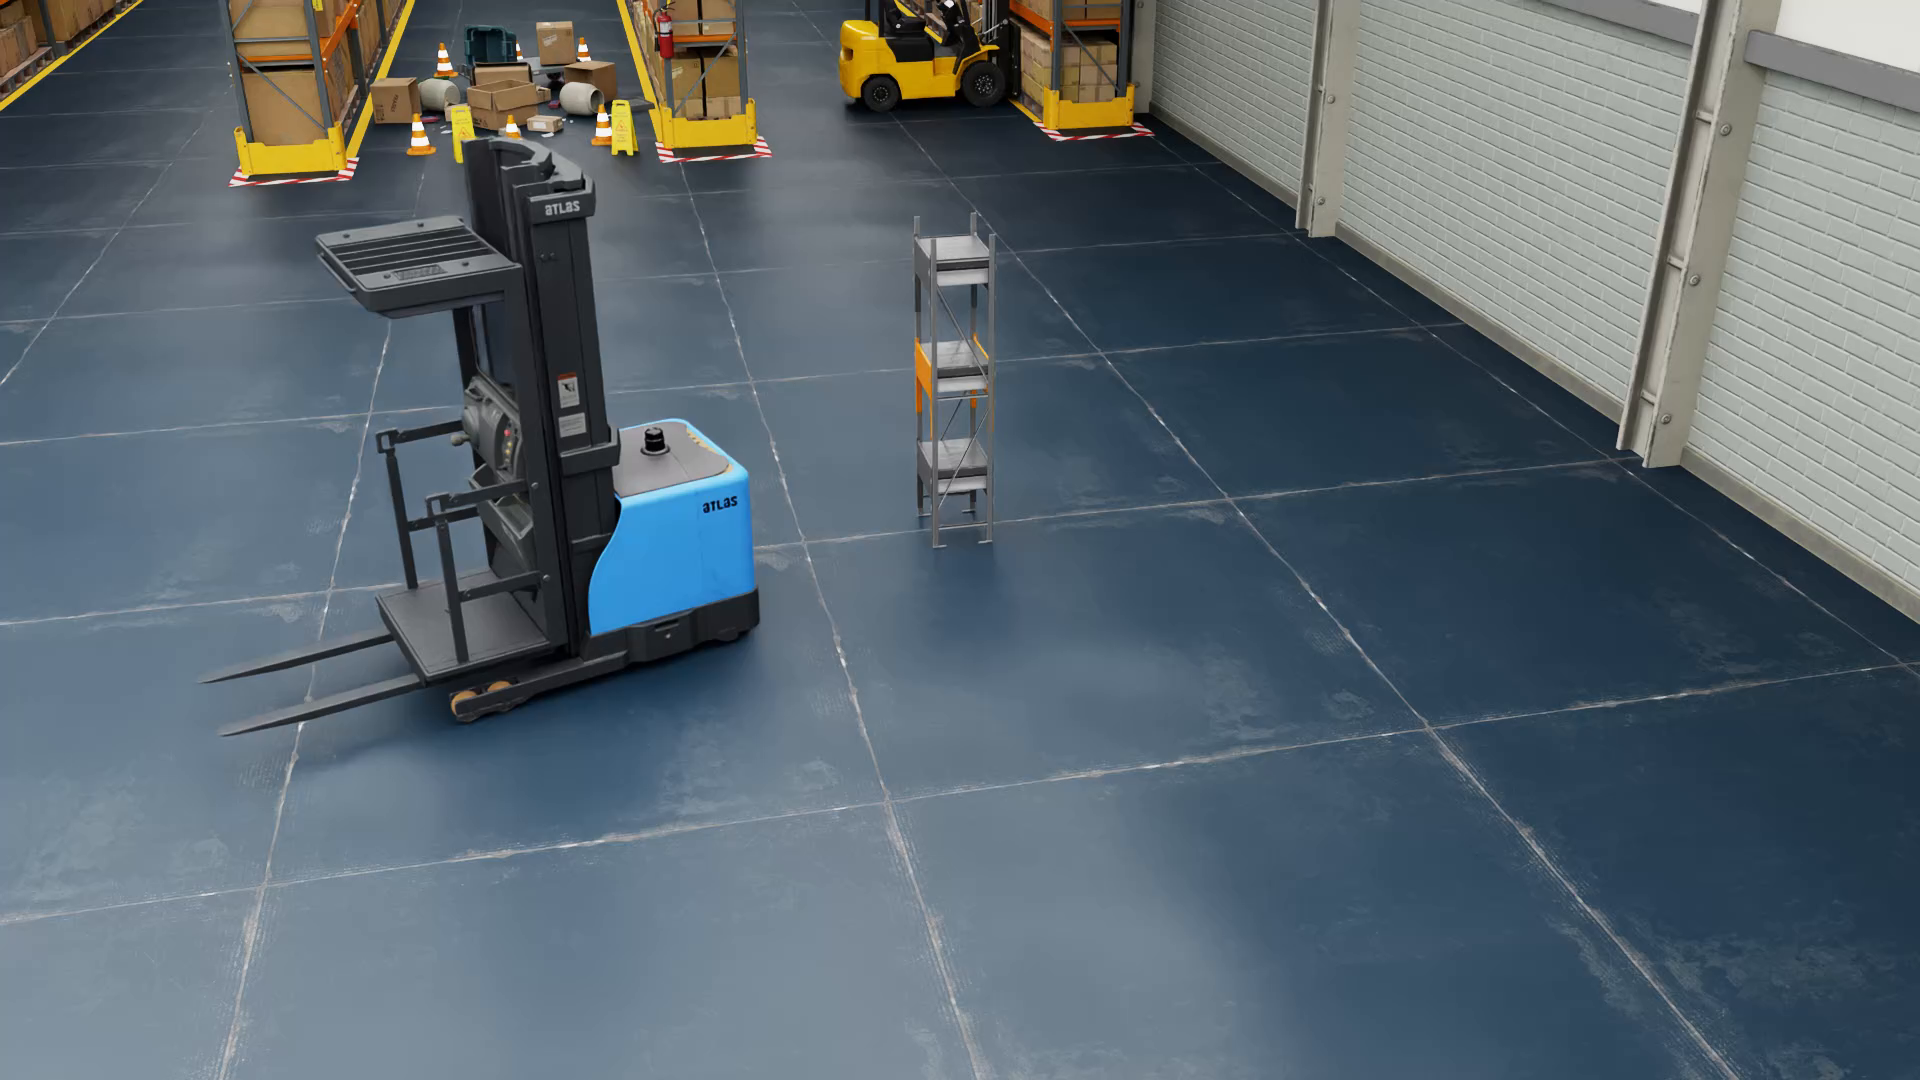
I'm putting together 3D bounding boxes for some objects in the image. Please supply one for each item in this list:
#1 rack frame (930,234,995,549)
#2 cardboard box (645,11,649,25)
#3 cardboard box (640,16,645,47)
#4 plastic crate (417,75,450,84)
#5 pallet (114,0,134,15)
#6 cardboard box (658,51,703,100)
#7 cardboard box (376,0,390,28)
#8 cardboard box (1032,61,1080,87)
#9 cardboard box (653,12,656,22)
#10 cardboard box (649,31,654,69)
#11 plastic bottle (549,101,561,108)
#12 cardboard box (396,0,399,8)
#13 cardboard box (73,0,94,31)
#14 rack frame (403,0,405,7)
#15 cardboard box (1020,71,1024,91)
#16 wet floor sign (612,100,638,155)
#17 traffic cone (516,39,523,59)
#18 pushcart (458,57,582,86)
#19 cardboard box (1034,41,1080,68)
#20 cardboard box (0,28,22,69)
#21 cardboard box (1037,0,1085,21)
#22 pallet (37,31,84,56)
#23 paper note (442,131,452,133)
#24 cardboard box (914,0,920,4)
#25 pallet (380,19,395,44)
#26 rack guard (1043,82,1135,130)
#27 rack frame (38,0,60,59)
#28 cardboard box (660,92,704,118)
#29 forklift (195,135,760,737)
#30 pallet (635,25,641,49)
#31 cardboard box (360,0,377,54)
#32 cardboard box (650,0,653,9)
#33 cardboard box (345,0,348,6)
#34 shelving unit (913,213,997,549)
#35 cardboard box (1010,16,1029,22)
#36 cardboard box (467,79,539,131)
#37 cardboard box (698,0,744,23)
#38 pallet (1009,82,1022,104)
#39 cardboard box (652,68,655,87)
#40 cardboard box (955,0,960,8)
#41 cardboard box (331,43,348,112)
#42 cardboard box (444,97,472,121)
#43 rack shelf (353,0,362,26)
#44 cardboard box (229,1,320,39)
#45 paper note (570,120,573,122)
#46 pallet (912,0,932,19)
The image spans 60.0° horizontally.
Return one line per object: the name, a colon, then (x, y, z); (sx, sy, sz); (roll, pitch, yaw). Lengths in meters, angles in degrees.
rack frame: (0.018, -0.903, 10.555); (0.400, 2.100, 0.015); (-6, 27, -12)
cardboard box: (-4.210, -7.324, 23.311); (0.380, 0.149, 0.250); (-6, 27, -11)
cardboard box: (-4.494, -7.951, 25.971); (0.950, 0.372, 0.625); (-5, 27, -10)
plastic crate: (-7.534, -6.367, 23.438); (0.450, 0.188, 0.662); (-2, 25, 20)
pallet: (-15.603, -9.689, 30.059); (1.003, 0.211, 1.213); (-6, 27, -12)
cardboard box: (-3.583, -5.951, 21.310); (0.500, 0.500, 0.500); (-6, 27, -11)
cardboard box: (-9.662, -8.704, 27.319); (0.500, 0.500, 0.500); (-7, 28, -14)
cardboard box: (1.272, -6.201, 22.085); (0.500, 0.250, 0.500); (-6, 27, -12)
cardboard box: (-3.731, -6.686, 21.292); (0.380, 0.149, 0.250); (-5, 27, -11)
cardboard box: (-4.048, -6.861, 23.114); (0.500, 0.500, 0.500); (-5, 27, -10)
plastic bottle: (-5.586, -6.018, 22.951); (0.133, 0.061, 0.283); (-1, 27, -3)
cardboard box: (-10.125, -9.599, 29.093); (0.500, 0.500, 0.500); (-7, 28, -13)
cardboard box: (-14.935, -8.772, 27.040); (1.225, 0.875, 0.875); (-6, 27, -11)
rack frame: (-10.653, -11.052, 29.663); (1.000, 3.000, 0.127); (-6, 27, -12)
cardboard box: (1.066, -6.410, 23.053); (0.500, 0.250, 0.500); (-6, 27, -11)
wet floor sign: (-4.148, -5.088, 20.460); (0.267, 0.644, 0.232); (3, 27, 6)
traffic cone: (-6.733, -7.382, 25.209); (0.336, 0.463, 0.334); (-6, 27, -12)
pushcart: (-6.260, -6.663, 23.878); (1.648, 0.377, 0.936); (-16, 31, -29)
cardboard box: (1.279, -6.413, 21.949); (0.500, 0.250, 0.500); (-5, 27, -10)
cardboard box: (-14.164, -7.134, 24.188); (0.700, 0.500, 0.500); (-4, 27, -7)
cardboard box: (1.320, -7.070, 21.664); (0.500, 0.500, 0.500); (-7, 28, -13)
pallet: (-14.711, -7.945, 26.604); (1.003, 0.211, 1.213); (-6, 27, -12)
paper note: (-6.638, -5.300, 21.565); (0.144, 0.017, 0.142); (3, 27, 6)
cardboard box: (-0.524, -9.804, 29.500); (0.500, 0.500, 0.500); (-6, 27, -12)
pallet: (-9.926, -8.394, 27.493); (1.003, 0.211, 1.213); (-6, 27, -12)
rack guard: (1.692, -5.710, 21.854); (1.175, 0.500, 0.348); (-6, 27, -12)
rack frame: (-14.606, -8.836, 25.274); (1.000, 3.000, 0.127); (-6, 27, -12)
cardboard box: (-3.598, -5.629, 21.505); (0.500, 0.250, 0.500); (-6, 27, -12)
forklift: (-2.723, -0.583, 8.998); (3.031, 2.935, 1.130); (-16, 31, -28)
pallet: (-4.777, -8.255, 27.216); (1.003, 0.211, 1.213); (-6, 27, -12)
cardboard box: (-9.501, -7.819, 25.289); (1.050, 0.750, 0.750); (-6, 27, -11)
cardboard box: (-3.757, -7.159, 21.509); (0.500, 0.500, 0.500); (-6, 27, -12)
cardboard box: (-8.755, -7.446, 22.353); (0.875, 0.550, 0.550); (-6, 27, -12)
shelving unit: (-0.037, -1.010, 10.767); (0.431, 2.100, 0.503); (-6, 27, -12)
cardboard box: (0.817, -7.312, 23.729); (0.500, 0.250, 0.500); (-5, 27, -10)
cardboard box: (-6.011, -5.730, 21.891); (0.637, 0.503, 0.797); (19, 32, 32)
cardboard box: (-2.985, -6.744, 20.688); (0.500, 0.500, 0.500); (-6, 27, -12)
pallet: (1.202, -6.458, 23.656); (1.003, 0.211, 1.213); (-6, 27, -12)
cardboard box: (-4.049, -6.527, 23.284); (0.500, 0.250, 0.500); (-4, 27, -9)
cardboard box: (0.318, -8.619, 27.013); (0.875, 0.625, 0.625); (-7, 28, -14)
cardboard box: (-8.569, -6.100, 21.745); (0.875, 0.875, 0.875); (-6, 27, -11)
cardboard box: (-6.668, -5.751, 22.197); (0.396, 0.266, 0.258); (-1, 27, -3)
rack shelf: (-9.301, -8.096, 24.607); (1.077, 0.370, 4.000); (-6, 27, -12)
cardboard box: (-8.221, -6.248, 19.980); (0.875, 0.550, 0.550); (-6, 27, -12)
paper note: (-5.168, -5.572, 22.124); (0.032, 0.001, 0.123); (-6, 27, -12)
pallet: (-0.248, -9.435, 29.555); (1.003, 0.211, 1.213); (-6, 27, -12)
